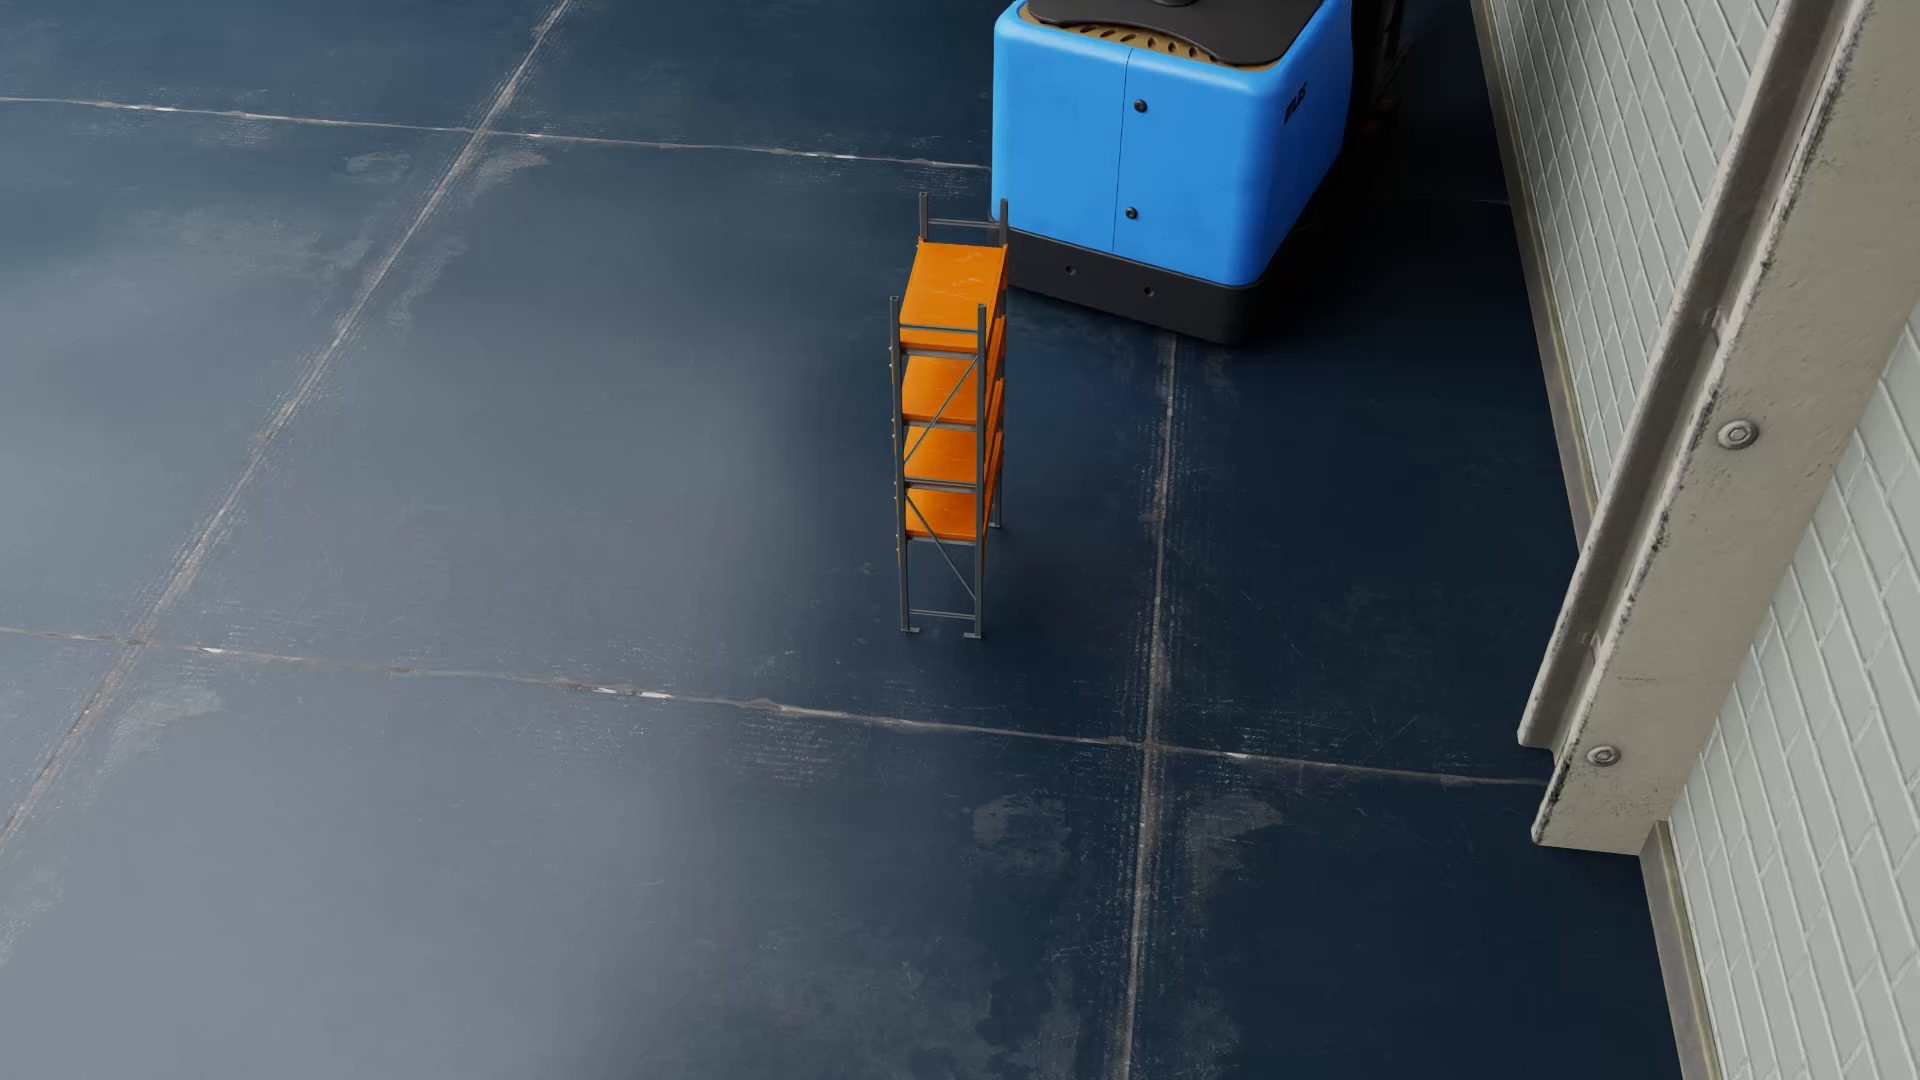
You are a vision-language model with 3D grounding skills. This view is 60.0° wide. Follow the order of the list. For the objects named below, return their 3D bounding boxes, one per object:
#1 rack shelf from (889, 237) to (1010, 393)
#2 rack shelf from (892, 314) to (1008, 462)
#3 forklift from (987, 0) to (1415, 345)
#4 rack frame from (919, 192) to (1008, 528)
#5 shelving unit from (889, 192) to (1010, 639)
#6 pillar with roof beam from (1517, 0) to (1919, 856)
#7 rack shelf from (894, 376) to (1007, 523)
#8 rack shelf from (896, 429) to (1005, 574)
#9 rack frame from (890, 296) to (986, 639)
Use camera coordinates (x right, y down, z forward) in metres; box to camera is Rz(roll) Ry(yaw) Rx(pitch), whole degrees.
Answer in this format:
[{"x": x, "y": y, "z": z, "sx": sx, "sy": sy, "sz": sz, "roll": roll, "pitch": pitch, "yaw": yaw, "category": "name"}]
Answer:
[{"x": -0.022, "y": -0.608, "z": 4.448, "sx": 0.258, "sy": 0.148, "sz": 0.480, "roll": 5, "pitch": 44, "yaw": 6, "category": "rack shelf"}, {"x": -0.022, "y": -0.436, "z": 4.611, "sx": 0.258, "sy": 0.148, "sz": 0.480, "roll": 5, "pitch": 44, "yaw": 6, "category": "rack shelf"}, {"x": 1.204, "y": -2.769, "z": 6.043, "sx": 1.130, "sy": 2.935, "sz": 3.031, "roll": 19, "pitch": 47, "yaw": 19, "category": "forklift"}, {"x": 0.010, "y": -0.489, "z": 4.894, "sx": 0.240, "sy": 1.200, "sz": 0.015, "roll": 5, "pitch": 44, "yaw": 6, "category": "rack frame"}, {"x": -0.022, "y": -0.323, "z": 4.718, "sx": 0.258, "sy": 1.200, "sz": 0.503, "roll": 5, "pitch": 44, "yaw": 6, "category": "shelving unit"}, {"x": -2.570, "y": -2.976, "z": 1.848, "sx": 9.100, "sy": 9.000, "sz": 0.400, "roll": 5, "pitch": 44, "yaw": 6, "category": "pillar with roof beam"}, {"x": -0.022, "y": -0.274, "z": 4.765, "sx": 0.258, "sy": 0.148, "sz": 0.480, "roll": 5, "pitch": 44, "yaw": 6, "category": "rack shelf"}, {"x": -0.022, "y": -0.130, "z": 4.901, "sx": 0.258, "sy": 0.148, "sz": 0.480, "roll": 5, "pitch": 44, "yaw": 6, "category": "rack shelf"}, {"x": -0.054, "y": -0.157, "z": 4.543, "sx": 0.240, "sy": 1.200, "sz": 0.015, "roll": 5, "pitch": 44, "yaw": 6, "category": "rack frame"}]
